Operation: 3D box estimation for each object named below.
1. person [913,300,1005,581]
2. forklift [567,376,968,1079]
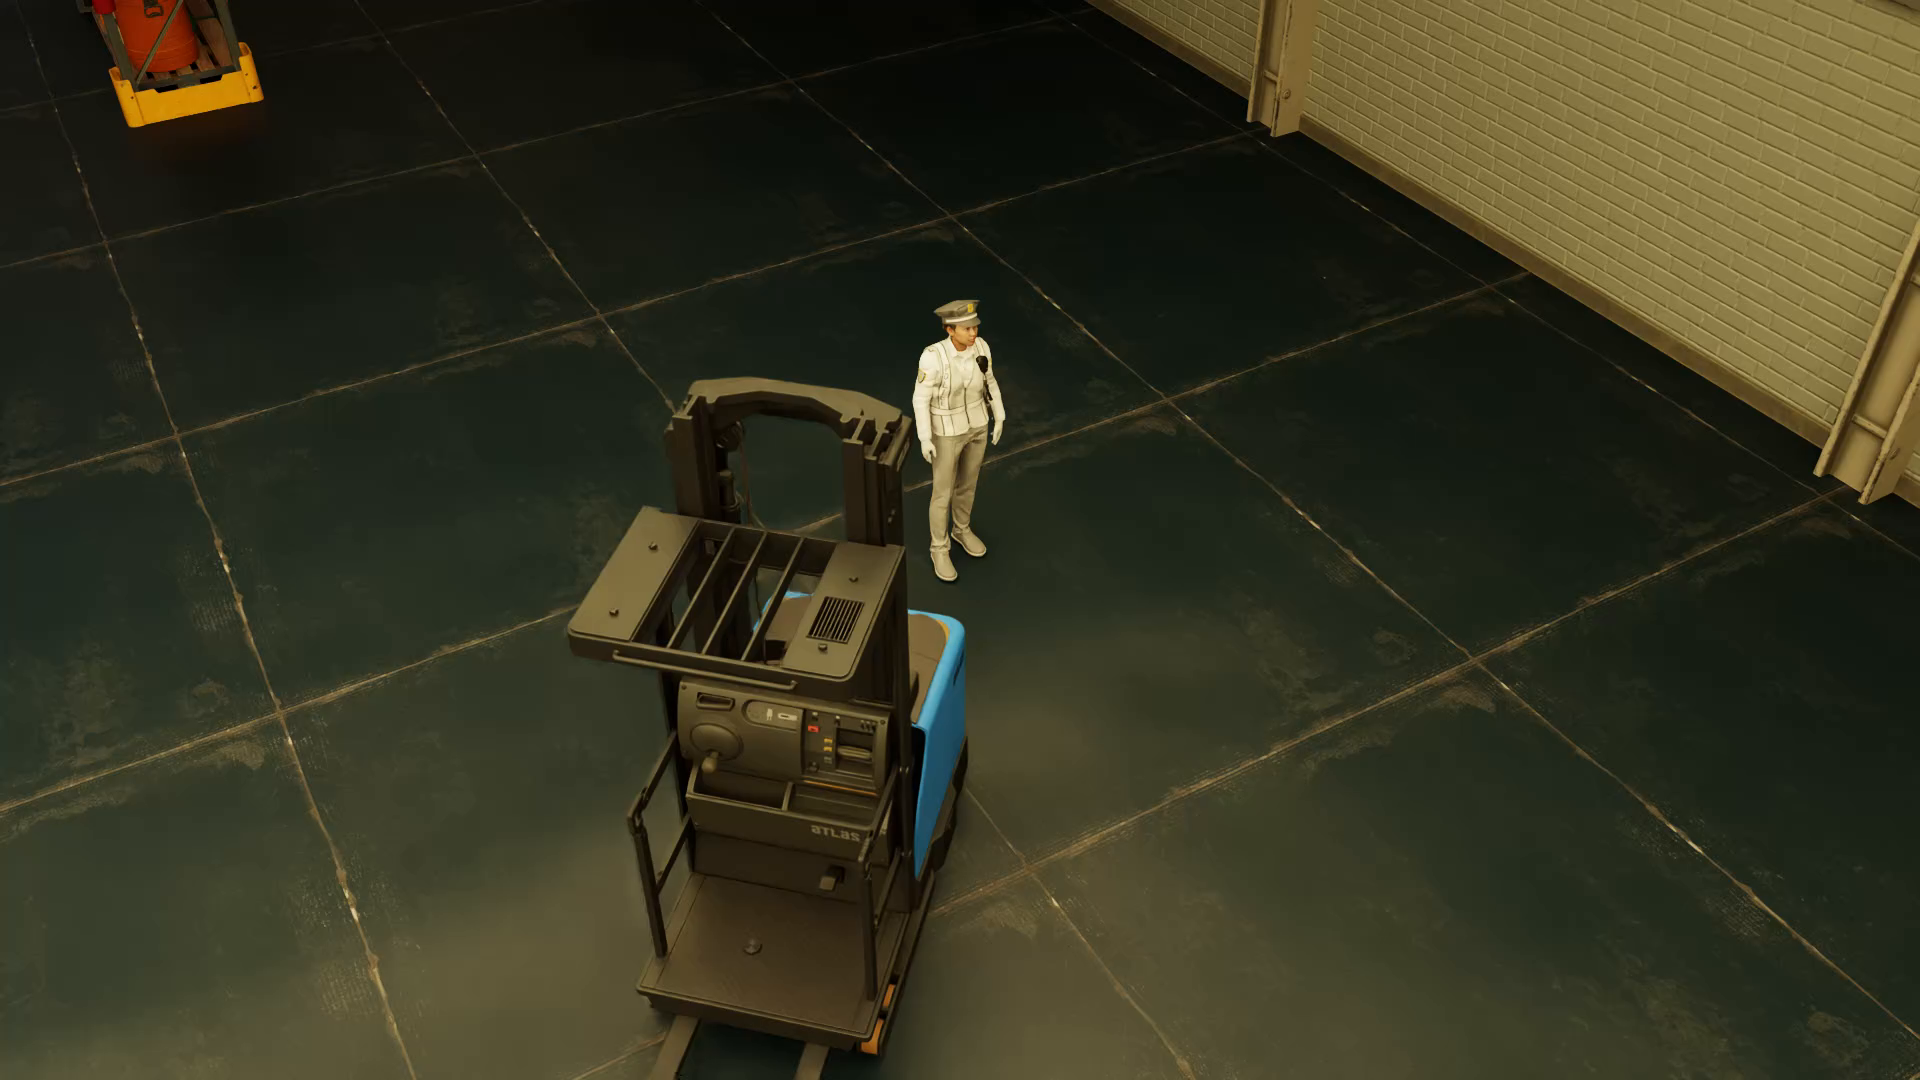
[{"bbox_3d":[0.028,-0.619,9.739,0.588,1.696,0.533,-20,44,-23],"label":"person"},{"bbox_3d":[-0.806,0.923,6.923,1.130,2.935,3.031,9,40,10],"label":"forklift"}]
